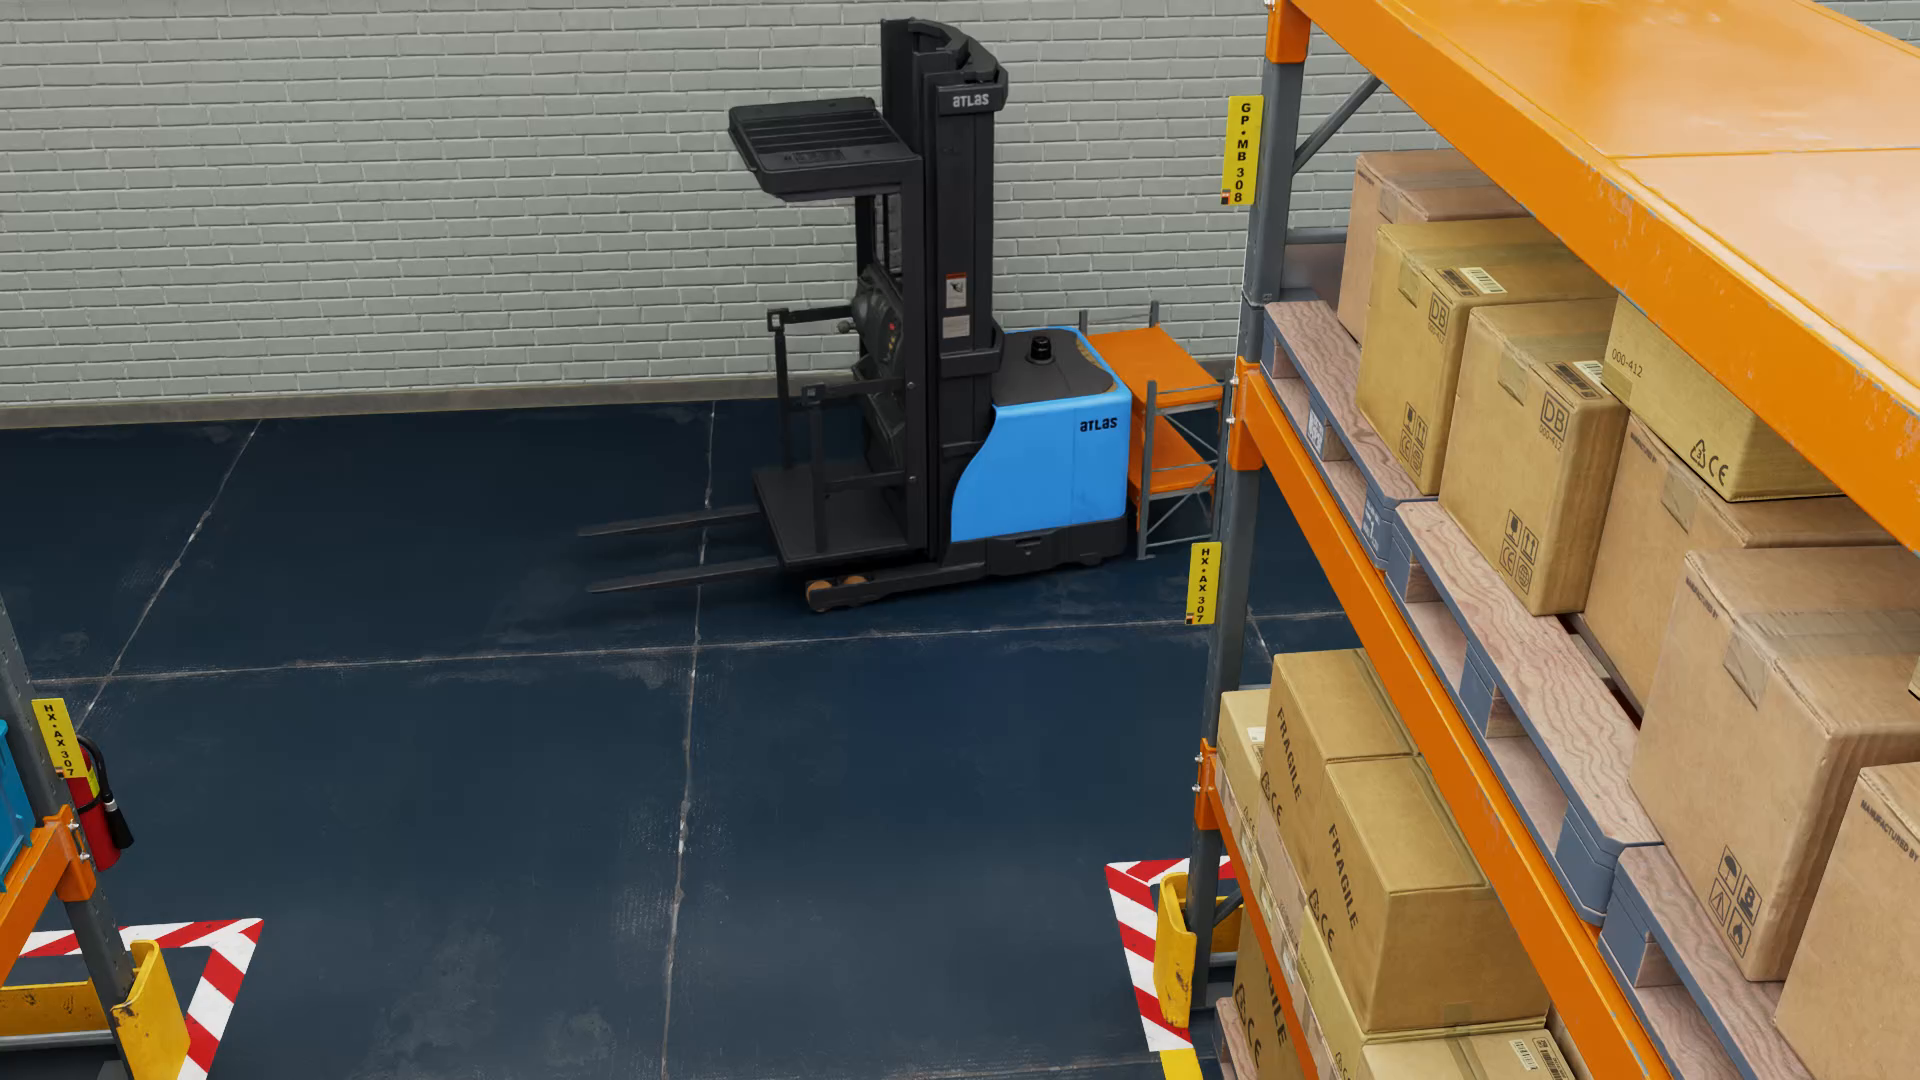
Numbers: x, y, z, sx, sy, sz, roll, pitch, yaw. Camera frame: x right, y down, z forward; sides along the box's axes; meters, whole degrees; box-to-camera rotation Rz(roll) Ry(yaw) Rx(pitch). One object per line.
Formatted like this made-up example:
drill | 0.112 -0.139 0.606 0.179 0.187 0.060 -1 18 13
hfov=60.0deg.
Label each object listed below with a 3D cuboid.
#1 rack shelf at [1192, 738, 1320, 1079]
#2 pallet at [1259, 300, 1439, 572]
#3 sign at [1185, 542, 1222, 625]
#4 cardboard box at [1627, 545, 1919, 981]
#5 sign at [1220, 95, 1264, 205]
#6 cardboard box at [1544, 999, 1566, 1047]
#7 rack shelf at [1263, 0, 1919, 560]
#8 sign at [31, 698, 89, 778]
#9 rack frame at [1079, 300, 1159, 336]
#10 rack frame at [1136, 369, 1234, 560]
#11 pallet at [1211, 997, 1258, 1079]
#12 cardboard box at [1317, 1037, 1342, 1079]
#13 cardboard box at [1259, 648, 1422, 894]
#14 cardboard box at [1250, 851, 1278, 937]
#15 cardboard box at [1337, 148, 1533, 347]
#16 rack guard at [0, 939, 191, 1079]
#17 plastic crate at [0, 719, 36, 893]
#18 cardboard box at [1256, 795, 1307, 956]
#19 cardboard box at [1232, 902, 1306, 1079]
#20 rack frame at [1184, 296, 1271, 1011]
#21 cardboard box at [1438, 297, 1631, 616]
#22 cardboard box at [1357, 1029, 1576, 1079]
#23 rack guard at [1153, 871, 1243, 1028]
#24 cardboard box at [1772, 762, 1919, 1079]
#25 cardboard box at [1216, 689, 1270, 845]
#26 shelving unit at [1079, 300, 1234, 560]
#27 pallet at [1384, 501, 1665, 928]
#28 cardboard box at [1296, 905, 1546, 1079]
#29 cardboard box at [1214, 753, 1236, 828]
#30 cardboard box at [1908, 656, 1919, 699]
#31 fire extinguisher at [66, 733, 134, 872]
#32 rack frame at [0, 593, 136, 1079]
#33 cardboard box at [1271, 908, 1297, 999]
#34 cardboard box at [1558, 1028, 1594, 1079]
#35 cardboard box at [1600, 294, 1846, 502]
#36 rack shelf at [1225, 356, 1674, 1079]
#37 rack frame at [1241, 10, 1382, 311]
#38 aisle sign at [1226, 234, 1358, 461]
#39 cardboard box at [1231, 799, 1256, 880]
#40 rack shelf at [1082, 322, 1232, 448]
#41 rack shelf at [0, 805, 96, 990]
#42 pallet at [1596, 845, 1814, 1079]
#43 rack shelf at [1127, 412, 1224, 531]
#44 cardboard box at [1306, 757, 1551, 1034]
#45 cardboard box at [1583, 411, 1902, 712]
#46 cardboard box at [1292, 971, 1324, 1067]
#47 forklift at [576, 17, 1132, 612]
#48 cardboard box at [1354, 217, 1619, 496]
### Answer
rack shelf | 1.567 1.862 4.410 1.077 0.370 4.000 -3 31 -5
pallet | 1.460 -0.340 4.556 1.003 0.211 1.213 -3 31 -5
sign | 0.827 0.149 5.654 0.100 0.325 0.005 -3 31 -5
cardboard box | 1.575 0.348 2.712 0.700 0.500 0.500 -1 31 -2
sign | 0.827 -1.142 4.882 0.100 0.325 0.005 -3 31 -5
cardboard box | 1.785 1.222 4.636 0.500 0.250 0.500 -4 31 -6
rack shelf | 1.567 -0.542 2.974 1.077 0.370 4.000 -3 31 -5
sign | -3.005 0.664 5.554 0.100 0.325 0.005 -3 31 -5
rack frame | 0.949 -0.909 10.175 0.500 1.125 0.032 -9 32 -15
rack frame | 1.258 -0.412 9.343 0.500 1.125 0.032 -9 32 -15
pallet | 1.533 2.133 5.973 1.003 0.211 1.213 -3 31 -5
cardboard box | 1.208 1.493 4.571 0.380 0.149 0.250 -3 31 -5
cardboard box | 1.203 0.660 4.846 0.500 0.500 0.500 -3 31 -6
cardboard box | 1.135 1.098 5.232 0.380 0.149 0.250 -3 31 -6
cardboard box | 1.482 -0.759 4.567 0.700 0.500 0.500 -5 31 -8
rack guard | -3.566 1.830 6.199 1.175 0.500 0.348 -3 31 -5
plastic crate | -3.334 0.890 5.242 0.616 0.435 0.499 -3 31 -5
cardboard box | 1.212 0.991 5.022 0.500 0.250 0.500 -3 31 -5
cardboard box | 1.520 1.586 5.832 0.875 0.875 0.875 -3 31 -5
rack frame | 1.380 0.532 5.935 1.000 3.000 0.127 -3 31 -5
cardboard box | 1.511 -0.205 3.638 0.700 0.500 0.500 -5 31 -8
cardboard box | 1.309 1.514 4.146 0.500 0.250 0.500 -3 31 -6
rack guard | 1.378 1.592 6.597 1.175 0.500 0.348 -3 31 -5
cardboard box | 1.621 0.623 2.252 0.700 0.500 0.500 -5 31 -8
cardboard box | 1.156 0.726 5.466 0.500 0.250 0.500 -4 31 -6
shelving unit | 1.104 -0.660 9.759 0.538 1.125 1.048 -9 32 -15
pallet | 1.577 0.284 3.510 1.003 0.211 1.213 -3 31 -5
cardboard box | 1.255 1.248 4.592 0.500 0.250 0.500 -4 31 -6
cardboard box | 1.085 0.837 5.670 0.380 0.149 0.250 -2 31 -4
cardboard box | 1.673 0.217 2.200 0.500 0.250 0.500 -5 31 -8
fire extinguisher | -3.113 0.863 5.819 0.296 0.674 0.183 -3 31 -5
rack frame | -3.551 0.769 5.538 1.000 3.000 0.127 -3 31 -5
cardboard box | 1.160 1.231 5.009 0.380 0.149 0.250 -3 31 -5
cardboard box | 1.837 1.488 4.191 0.500 0.250 0.500 -3 31 -4
cardboard box | 1.559 -0.312 3.087 0.500 0.250 0.500 -4 31 -6
rack shelf | 1.567 0.574 3.641 1.077 0.370 4.000 -3 31 -5
rack frame | 1.380 -2.044 4.397 1.000 3.000 0.127 -3 31 -5
aisle sign | 1.075 -0.607 5.306 0.394 0.787 0.004 -3 31 -5
cardboard box | 1.110 0.967 5.451 0.380 0.149 0.250 -3 31 -5
rack shelf | 1.104 -0.912 9.609 0.538 0.278 1.000 -9 32 -15
rack shelf | -3.364 2.099 4.013 1.077 0.370 4.000 -3 31 -5
pallet | 1.688 0.906 2.470 1.003 0.211 1.213 -3 31 -5
rack shelf | 1.104 -0.450 9.884 0.538 0.278 1.000 -9 32 -15
cardboard box | 1.258 0.924 4.404 0.500 0.500 0.500 -4 31 -6
cardboard box | 1.668 0.075 3.170 0.700 0.500 0.500 -1 31 -2
cardboard box | 1.183 1.361 4.792 0.380 0.149 0.250 -3 31 -6
forklift | -0.623 -1.168 8.847 3.031 2.935 1.130 -8 32 -14
cardboard box | 1.415 -0.466 4.076 0.700 0.500 0.500 -4 31 -6
